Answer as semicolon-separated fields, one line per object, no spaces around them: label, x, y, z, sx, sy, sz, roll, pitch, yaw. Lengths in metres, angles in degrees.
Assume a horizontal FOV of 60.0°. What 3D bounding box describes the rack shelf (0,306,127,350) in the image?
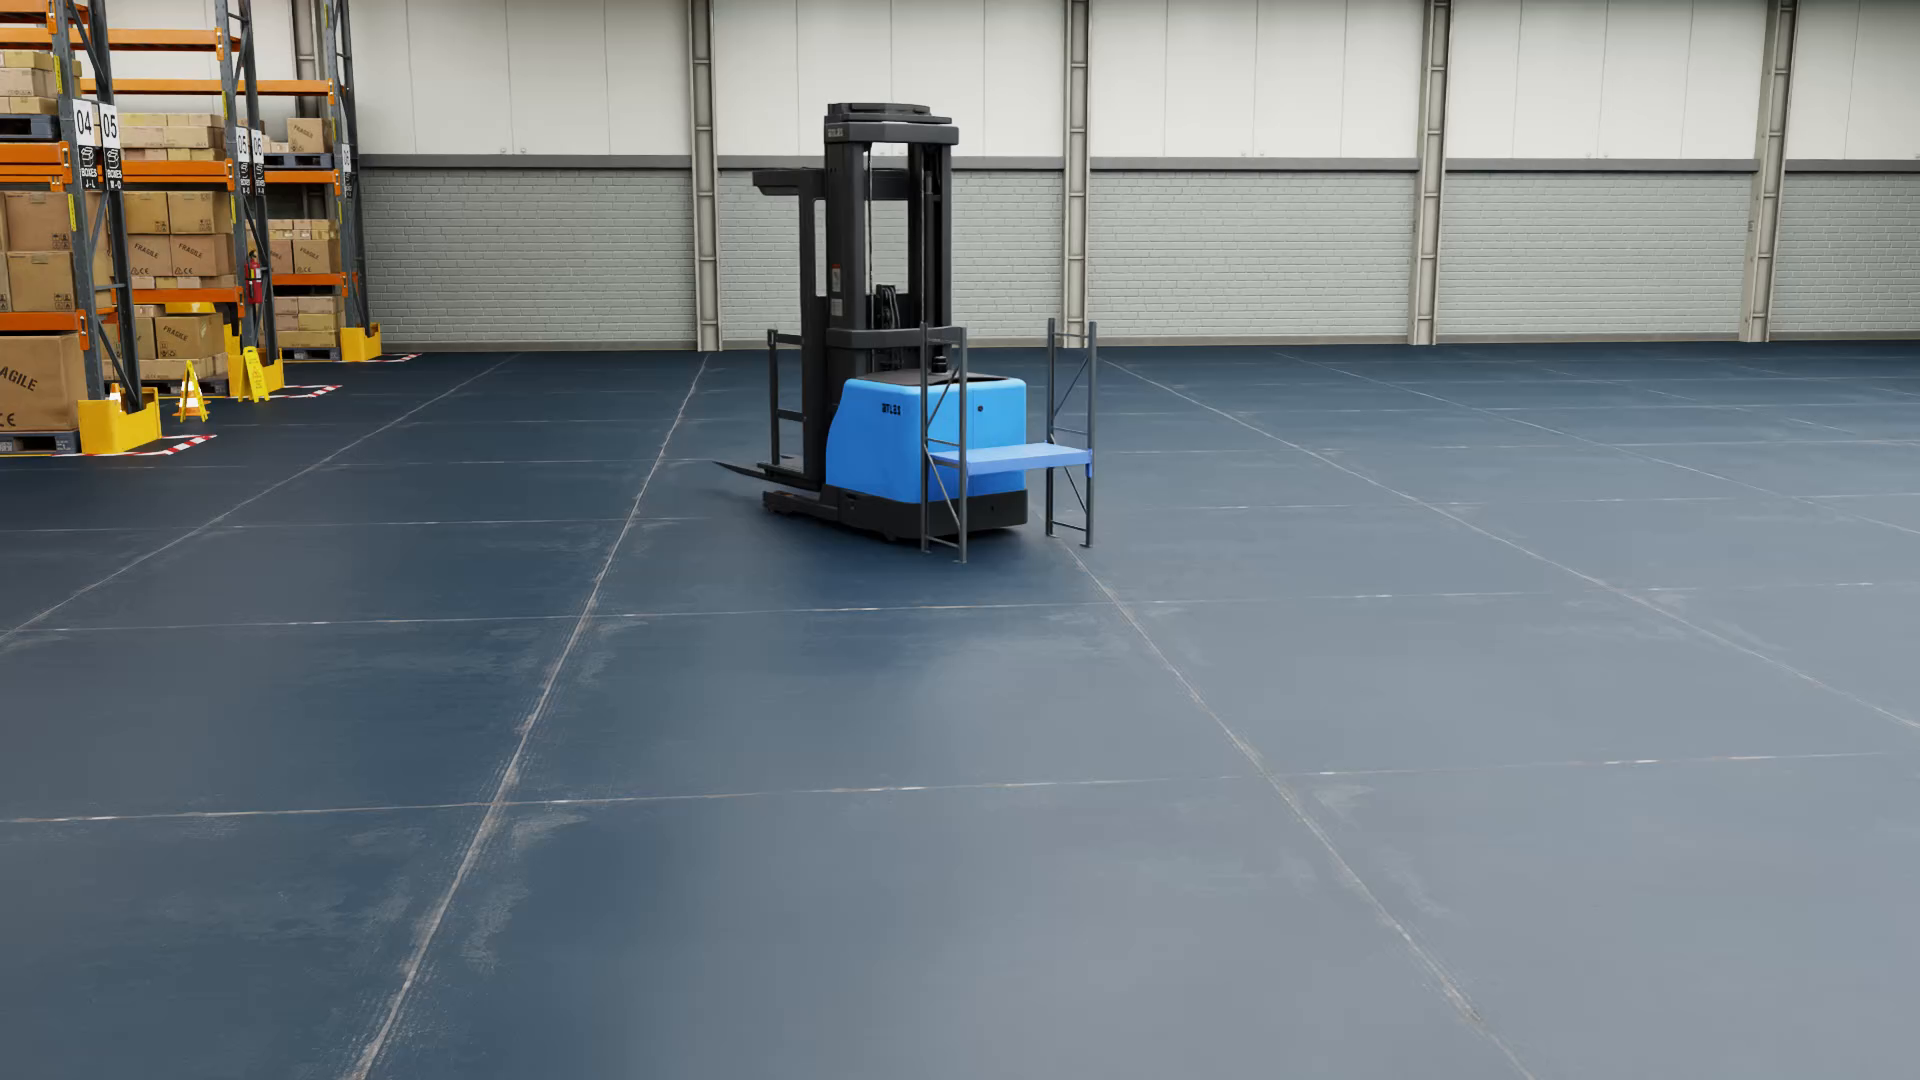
rack shelf;-10.056;-1.984;15.551;4.000;0.370;1.077;-1;11;-6

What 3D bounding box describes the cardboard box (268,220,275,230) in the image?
cardboard box;-10.330;-4.731;24.944;0.250;0.149;0.380;-1;11;-6

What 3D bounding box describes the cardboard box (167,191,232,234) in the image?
cardboard box;-9.187;-3.959;20.109;0.500;0.500;0.700;-1;11;-7

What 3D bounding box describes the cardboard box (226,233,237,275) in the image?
cardboard box;-9.203;-3.565;20.693;0.500;0.500;0.500;-1;11;-7

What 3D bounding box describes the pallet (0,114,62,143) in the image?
pallet;-8.804;-3.790;15.324;1.213;0.211;1.003;-1;11;-6

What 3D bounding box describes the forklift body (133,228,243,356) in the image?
forklift body;-10.931;-3.472;23.454;1.214;2.155;2.313;-1;11;-6

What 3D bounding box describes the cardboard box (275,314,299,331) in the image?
cardboard box;-10.192;-3.302;25.130;0.500;0.250;0.500;-1;11;-7

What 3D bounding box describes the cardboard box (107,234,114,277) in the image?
cardboard box;-10.209;-3.438;20.048;0.500;0.500;0.500;-1;11;-6

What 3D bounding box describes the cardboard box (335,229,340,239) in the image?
cardboard box;-9.608;-4.688;25.498;0.250;0.149;0.380;-1;11;-8

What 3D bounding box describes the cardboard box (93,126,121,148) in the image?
cardboard box;-10.198;-4.786;19.779;0.500;0.250;0.500;-1;11;-4

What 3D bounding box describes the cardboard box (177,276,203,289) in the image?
cardboard box;-9.291;-3.128;20.152;0.250;0.149;0.380;-1;11;-7

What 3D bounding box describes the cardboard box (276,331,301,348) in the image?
cardboard box;-10.171;-3.056;25.176;0.500;0.250;0.500;-1;11;-6

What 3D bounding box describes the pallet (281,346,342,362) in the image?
pallet;-9.998;-2.886;25.500;1.213;0.211;1.003;-1;11;-6

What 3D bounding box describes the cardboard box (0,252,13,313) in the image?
cardboard box;-8.976;-2.421;15.516;0.550;0.550;0.875;-1;11;-6

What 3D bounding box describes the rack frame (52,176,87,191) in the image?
rack frame;-13.219;-4.195;24.929;0.127;3.000;1.000;-1;11;-6

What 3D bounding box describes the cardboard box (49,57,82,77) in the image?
cardboard box;-8.434;-4.428;15.576;0.250;0.149;0.380;-1;11;-5

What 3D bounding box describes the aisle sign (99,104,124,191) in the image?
aisle sign;-8.029;-3.714;15.743;0.004;0.787;0.394;-1;11;-6

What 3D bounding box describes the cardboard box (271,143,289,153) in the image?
cardboard box;-10.033;-5.806;24.653;0.250;0.149;0.380;-2;11;-8

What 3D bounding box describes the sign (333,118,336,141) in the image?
sign;-9.198;-6.041;24.455;0.005;0.325;0.100;-1;11;-6

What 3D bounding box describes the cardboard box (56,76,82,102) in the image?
cardboard box;-8.575;-4.218;15.539;0.500;0.250;0.500;-1;11;-6

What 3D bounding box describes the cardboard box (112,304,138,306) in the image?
cardboard box;-10.079;-2.777;20.134;0.250;0.149;0.380;-1;11;-5

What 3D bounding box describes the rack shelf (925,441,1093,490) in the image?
rack shelf;0.318;-0.498;10.944;1.000;0.185;0.538;-7;13;-33

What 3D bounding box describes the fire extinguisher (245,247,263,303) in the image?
fire extinguisher;-8.539;-3.202;20.081;0.183;0.674;0.296;-1;11;-6

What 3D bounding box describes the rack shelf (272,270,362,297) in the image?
rack shelf;-11.231;-3.883;25.210;4.000;0.370;1.077;-1;11;-6

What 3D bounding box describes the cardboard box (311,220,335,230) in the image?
cardboard box;-9.576;-4.743;25.008;0.250;0.149;0.380;-1;11;-6

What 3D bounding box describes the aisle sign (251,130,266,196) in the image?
aisle sign;-8.674;-4.663;20.569;0.004;0.787;0.394;-1;11;-6

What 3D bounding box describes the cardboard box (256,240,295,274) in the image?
cardboard box;-10.220;-4.257;24.989;0.500;0.500;0.500;-1;11;-4

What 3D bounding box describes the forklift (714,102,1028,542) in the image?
forklift;-0.813;-1.659;12.210;1.130;2.935;3.031;-8;14;-36

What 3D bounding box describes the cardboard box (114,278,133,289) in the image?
cardboard box;-10.071;-3.137;20.199;0.250;0.149;0.380;-1;11;-5

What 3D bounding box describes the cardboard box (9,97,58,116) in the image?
cardboard box;-8.362;-3.911;15.012;0.250;0.149;0.380;-1;11;-6

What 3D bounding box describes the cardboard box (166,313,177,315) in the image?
cardboard box;-10.077;-2.575;20.785;0.500;0.500;0.500;-2;11;-8

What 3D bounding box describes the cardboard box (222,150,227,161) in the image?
cardboard box;-9.067;-4.730;20.528;0.250;0.149;0.380;-1;11;-6

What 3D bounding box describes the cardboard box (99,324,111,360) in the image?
cardboard box;-10.492;-2.464;20.219;0.500;0.500;0.500;-1;11;-7

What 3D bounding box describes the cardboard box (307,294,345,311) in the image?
cardboard box;-9.741;-3.652;25.615;0.500;0.250;0.500;-1;11;-7

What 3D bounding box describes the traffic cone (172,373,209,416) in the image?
traffic cone;-8.533;-1.619;18.405;0.334;0.463;0.336;-1;11;-6

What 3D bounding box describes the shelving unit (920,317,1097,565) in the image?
shelving unit;0.318;-0.674;10.909;1.048;1.500;0.538;-7;13;-33

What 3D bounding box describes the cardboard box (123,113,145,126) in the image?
cardboard box;-9.777;-5.000;19.834;0.250;0.149;0.380;-1;11;-6

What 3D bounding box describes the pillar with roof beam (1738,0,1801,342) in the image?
pillar with roof beam;14.293;-7.054;23.923;0.400;9.000;9.100;-1;11;-6

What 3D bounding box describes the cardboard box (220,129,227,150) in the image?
cardboard box;-9.231;-4.911;20.414;0.500;0.250;0.500;-1;11;-7

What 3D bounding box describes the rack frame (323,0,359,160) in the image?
rack frame;-9.242;-7.222;24.774;0.127;3.000;1.000;-1;11;-6

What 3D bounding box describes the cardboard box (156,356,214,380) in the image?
cardboard box;-9.501;-2.114;20.385;0.500;0.250;0.500;-1;11;-6

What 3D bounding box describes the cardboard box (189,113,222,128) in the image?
cardboard box;-9.007;-5.002;19.845;0.250;0.149;0.380;-1;11;-6

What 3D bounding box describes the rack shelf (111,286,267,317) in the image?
rack shelf;-10.691;-2.932;20.369;4.000;0.370;1.077;-1;11;-6

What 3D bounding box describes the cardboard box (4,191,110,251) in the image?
cardboard box;-8.441;-2.982;15.573;0.550;0.550;0.875;-1;11;-6

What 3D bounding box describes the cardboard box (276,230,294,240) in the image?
cardboard box;-10.072;-4.580;24.947;0.250;0.149;0.380;-1;11;-5

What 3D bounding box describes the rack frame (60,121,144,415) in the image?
rack frame;-8.068;-2.379;15.693;0.127;3.000;1.000;-1;11;-6

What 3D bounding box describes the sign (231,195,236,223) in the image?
sign;-8.663;-3.943;19.825;0.005;0.325;0.100;-1;11;-6

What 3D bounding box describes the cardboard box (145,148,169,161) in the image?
cardboard box;-9.539;-4.603;19.882;0.250;0.149;0.380;-1;11;-4

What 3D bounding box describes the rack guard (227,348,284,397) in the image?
rack guard;-8.778;-2.098;20.744;0.348;0.500;1.175;-1;11;-6

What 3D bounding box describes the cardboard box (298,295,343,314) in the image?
cardboard box;-9.666;-3.556;25.128;0.500;0.250;0.500;-1;11;-4
